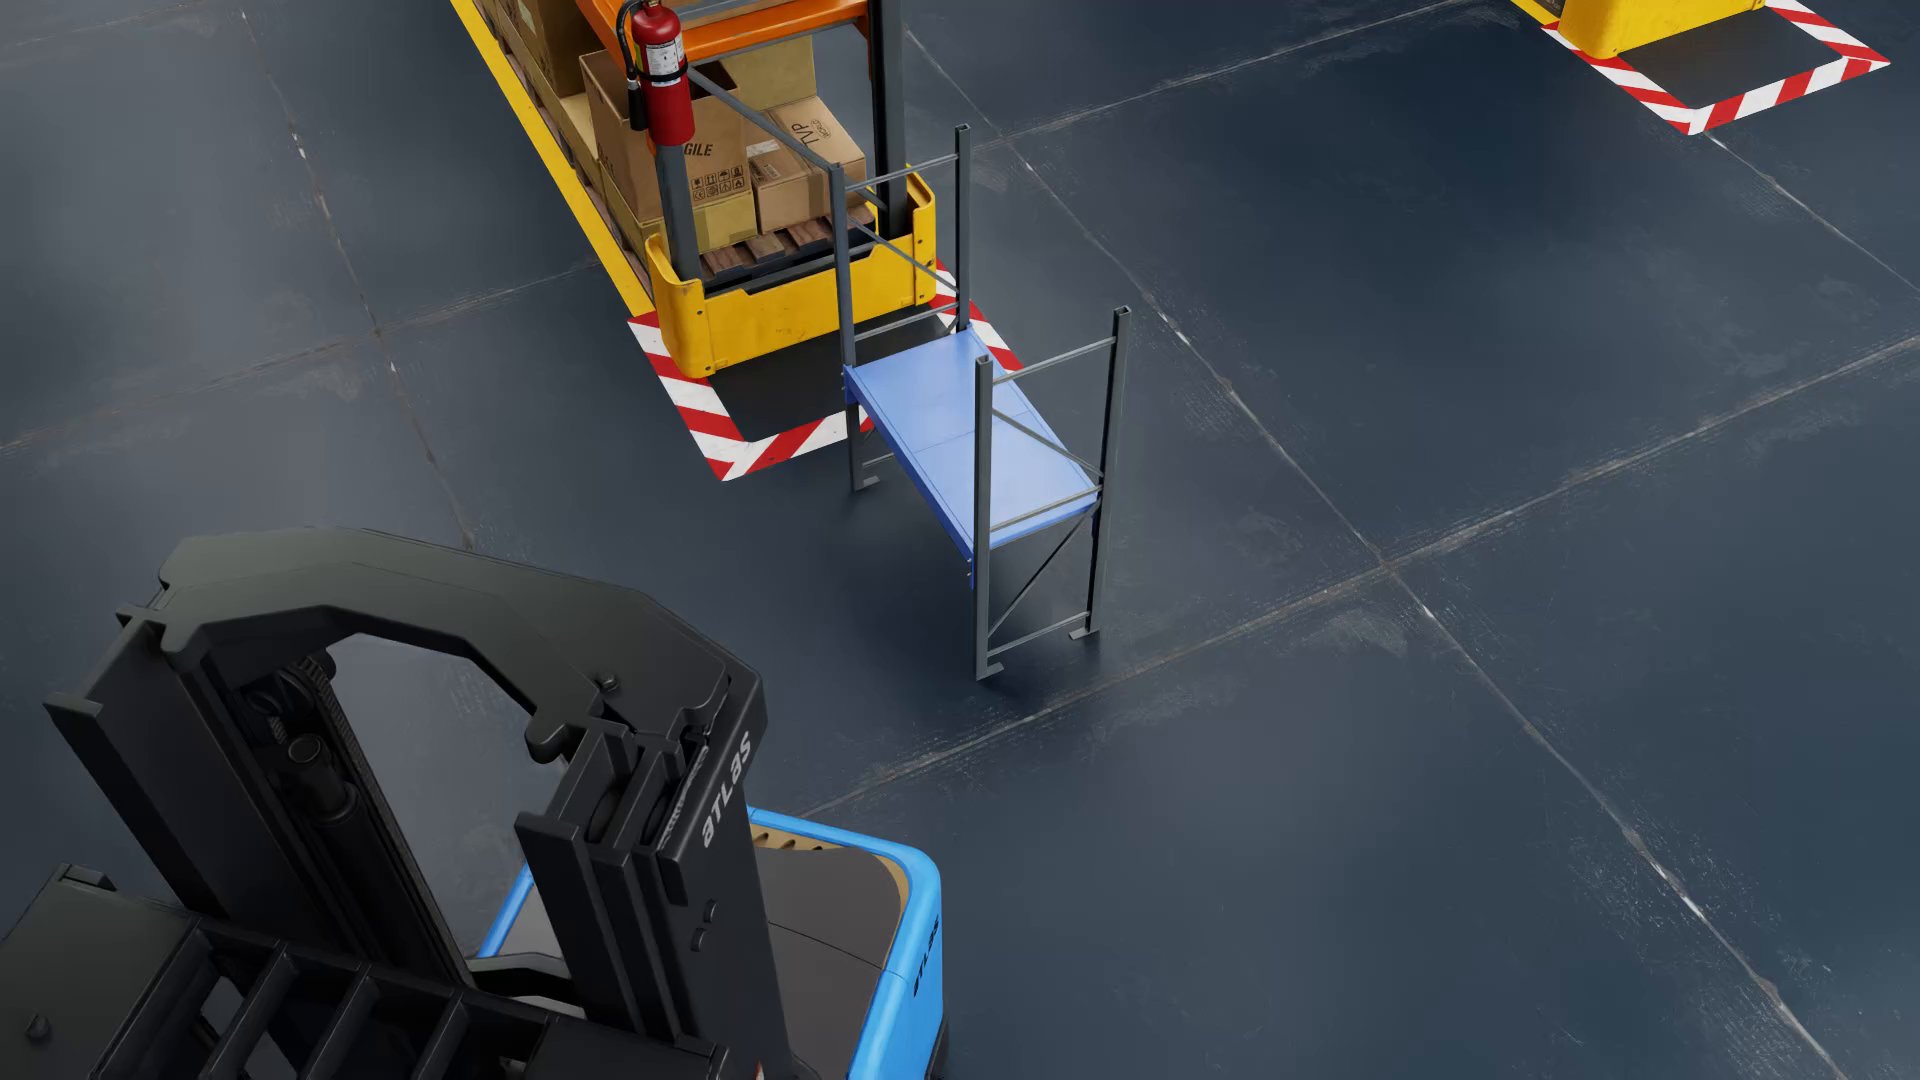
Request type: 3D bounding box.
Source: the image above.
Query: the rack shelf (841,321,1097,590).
[{"bbox_3d":[0.039,-0.318,5.771,0.538,0.185,1.000,-21,52,-18],"label":"rack shelf"}]

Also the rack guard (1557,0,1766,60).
[{"bbox_3d":[3.641,-2.880,8.437,1.175,0.500,0.348,-21,52,-18],"label":"rack guard"}]

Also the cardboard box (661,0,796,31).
[{"bbox_3d":[-0.891,-2.315,6.215,0.700,0.500,0.500,-21,52,-18],"label":"cardboard box"}]

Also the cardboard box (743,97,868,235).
[{"bbox_3d":[-0.736,-1.634,7.234,0.500,0.250,0.500,-21,52,-18],"label":"cardboard box"}]

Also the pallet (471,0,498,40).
[{"bbox_3d":[-2.192,-3.178,8.889,1.003,0.211,1.213,-21,52,-18],"label":"pallet"}]

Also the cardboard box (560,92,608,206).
[{"bbox_3d":[-1.436,-1.786,7.367,0.500,0.250,0.500,-21,52,-18],"label":"cardboard box"}]

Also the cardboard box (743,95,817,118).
[{"bbox_3d":[-0.968,-1.967,7.525,0.500,0.250,0.500,-21,52,-18],"label":"cardboard box"}]

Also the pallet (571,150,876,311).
[{"bbox_3d":[-1.076,-1.545,7.461,1.003,0.211,1.213,-21,52,-18],"label":"pallet"}]

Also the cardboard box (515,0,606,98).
[{"bbox_3d":[-1.669,-2.366,7.376,0.500,0.500,0.500,-21,52,-18],"label":"cardboard box"}]

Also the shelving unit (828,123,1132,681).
[{"bbox_3d":[0.039,-0.437,5.636,0.538,1.500,1.048,-21,52,-18],"label":"shelving unit"}]

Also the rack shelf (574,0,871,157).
[{"bbox_3d":[-1.604,-3.067,7.417,1.077,0.370,4.000,-21,52,-18],"label":"rack shelf"}]

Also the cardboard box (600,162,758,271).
[{"bbox_3d":[-1.197,-1.455,7.078,0.500,0.250,0.500,-21,52,-18],"label":"cardboard box"}]

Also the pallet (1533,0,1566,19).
[{"bbox_3d":[3.274,-3.331,9.023,1.003,0.211,1.213,-21,52,-18],"label":"pallet"}]

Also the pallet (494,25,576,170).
[{"bbox_3d":[-1.630,-2.360,8.174,1.003,0.211,1.213,-21,52,-18],"label":"pallet"}]

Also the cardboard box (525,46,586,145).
[{"bbox_3d":[-1.667,-2.120,7.659,0.500,0.250,0.500,-21,52,-18],"label":"cardboard box"}]

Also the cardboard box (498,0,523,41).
[{"bbox_3d":[-1.897,-2.701,7.669,0.500,0.500,0.500,-21,52,-18],"label":"cardboard box"}]

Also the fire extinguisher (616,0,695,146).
[{"bbox_3d":[-1.047,-1.701,5.796,0.296,0.674,0.183,-21,52,-18],"label":"fire extinguisher"}]

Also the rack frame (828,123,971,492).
[{"bbox_3d":[-0.194,-0.777,5.933,0.500,1.500,0.032,-21,52,-18],"label":"rack frame"}]

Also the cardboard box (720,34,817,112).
[{"bbox_3d":[-0.967,-2.215,7.244,0.500,0.500,0.500,-21,52,-18],"label":"cardboard box"}]

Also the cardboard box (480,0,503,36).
[{"bbox_3d":[-2.128,-2.788,8.243,0.500,0.250,0.500,-21,52,-18],"label":"cardboard box"}]

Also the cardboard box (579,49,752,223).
[{"bbox_3d":[-1.199,-1.701,6.795,0.500,0.500,0.500,-21,52,-18],"label":"cardboard box"}]

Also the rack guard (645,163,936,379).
[{"bbox_3d":[-0.678,-1.126,6.903,1.175,0.500,0.348,-21,52,-18],"label":"rack guard"}]

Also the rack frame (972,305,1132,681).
[{"bbox_3d":[0.272,-0.096,5.338,0.500,1.500,0.032,-21,52,-18],"label":"rack frame"}]

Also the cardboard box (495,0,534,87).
[{"bbox_3d":[-1.894,-2.455,7.952,0.500,0.250,0.500,-21,52,-18],"label":"cardboard box"}]

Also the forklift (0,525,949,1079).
[{"bbox_3d":[-0.926,1.495,2.995,1.130,2.935,3.031,12,50,10],"label":"forklift"}]

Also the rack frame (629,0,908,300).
[{"bbox_3d":[-0.689,-1.965,5.976,1.000,3.000,0.127,-21,52,-18],"label":"rack frame"}]
